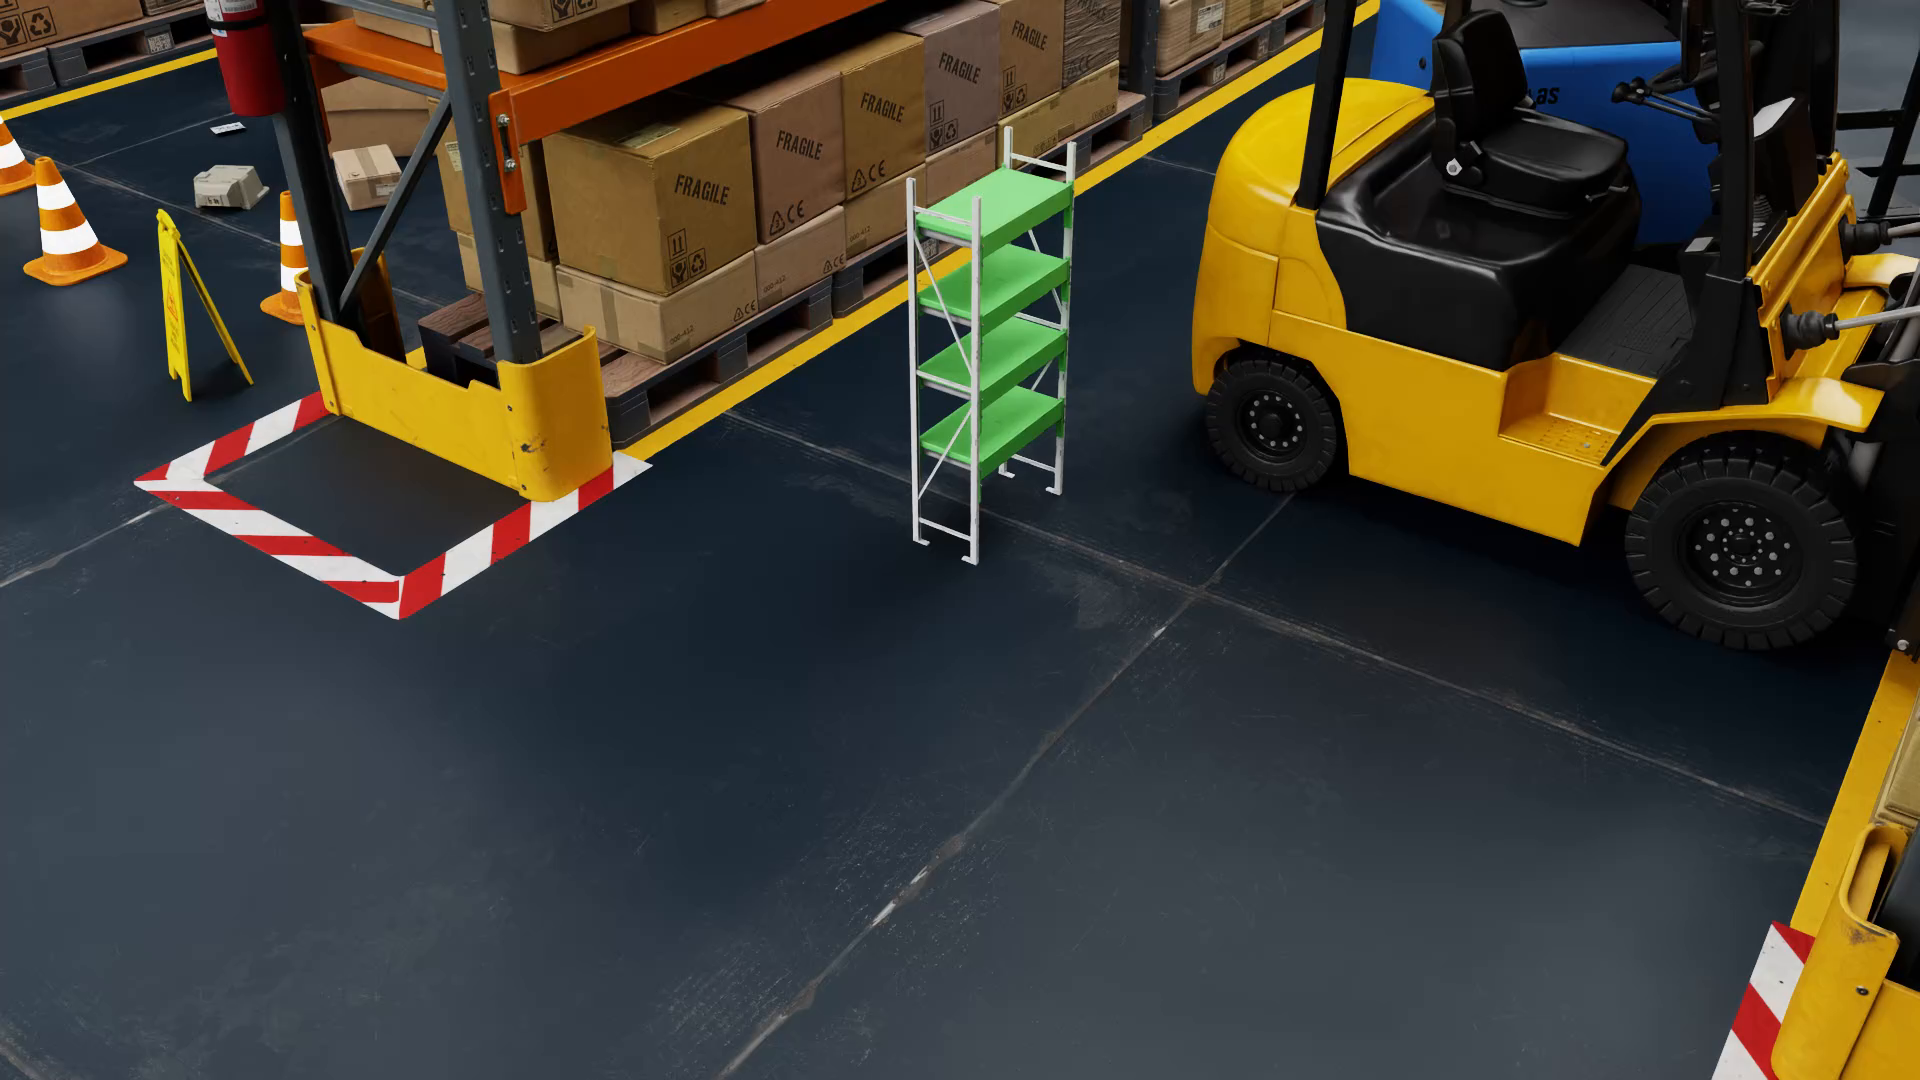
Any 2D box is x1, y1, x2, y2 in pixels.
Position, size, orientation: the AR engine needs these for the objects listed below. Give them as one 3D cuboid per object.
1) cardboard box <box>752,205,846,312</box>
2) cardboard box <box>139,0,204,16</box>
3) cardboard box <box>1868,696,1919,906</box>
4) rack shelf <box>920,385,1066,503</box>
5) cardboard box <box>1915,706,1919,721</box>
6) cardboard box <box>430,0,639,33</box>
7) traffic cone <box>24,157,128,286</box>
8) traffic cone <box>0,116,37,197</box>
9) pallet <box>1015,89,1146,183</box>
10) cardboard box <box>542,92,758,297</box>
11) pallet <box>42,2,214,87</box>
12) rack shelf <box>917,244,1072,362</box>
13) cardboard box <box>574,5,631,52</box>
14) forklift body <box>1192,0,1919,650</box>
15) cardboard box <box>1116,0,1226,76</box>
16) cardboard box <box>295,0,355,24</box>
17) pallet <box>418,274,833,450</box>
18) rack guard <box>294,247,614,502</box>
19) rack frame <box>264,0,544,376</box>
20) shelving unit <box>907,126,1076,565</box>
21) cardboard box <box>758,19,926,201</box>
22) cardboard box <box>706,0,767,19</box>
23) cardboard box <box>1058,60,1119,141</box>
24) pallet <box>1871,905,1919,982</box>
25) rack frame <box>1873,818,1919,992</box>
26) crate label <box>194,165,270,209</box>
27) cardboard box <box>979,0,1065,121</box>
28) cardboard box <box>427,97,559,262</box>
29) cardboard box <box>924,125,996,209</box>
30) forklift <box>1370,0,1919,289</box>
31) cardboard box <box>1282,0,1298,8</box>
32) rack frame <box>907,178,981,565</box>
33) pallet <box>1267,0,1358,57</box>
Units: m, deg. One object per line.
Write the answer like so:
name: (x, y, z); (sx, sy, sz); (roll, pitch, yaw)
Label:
cardboard box: (-0.786, -1.132, 6.326); (0.500, 0.250, 0.500); (23, 40, 30)
cardboard box: (-4.540, -3.568, 9.370); (0.875, 0.875, 0.875); (22, 40, 29)
cardboard box: (2.318, 0.650, 3.691); (0.500, 0.250, 0.500); (22, 40, 28)
rack shelf: (0.094, -0.321, 5.197); (0.258, 0.148, 0.480); (21, 39, 28)
cardboard box: (2.316, 0.241, 3.402); (0.500, 0.250, 0.500); (23, 40, 30)
cardboard box: (-1.272, -1.876, 4.991); (0.500, 0.500, 0.500); (21, 39, 27)
traffic cone: (-3.690, -1.339, 6.817); (0.336, 0.463, 0.334); (21, 39, 28)
traffic cone: (-4.425, -1.856, 7.582); (0.336, 0.463, 0.334); (21, 39, 28)
pallet: (0.157, -1.947, 7.941); (1.003, 0.211, 1.213); (21, 39, 28)
cardboard box: (-1.070, -1.221, 5.788); (0.500, 0.500, 0.500); (20, 39, 27)
pallet: (-4.806, -2.913, 9.369); (1.003, 0.211, 1.213); (21, 39, 28)
rack shelf: (0.094, -0.719, 4.928); (0.258, 0.148, 0.480); (21, 39, 28)
cardboard box: (-1.274, -1.689, 5.293); (0.380, 0.149, 0.250); (22, 40, 29)
forklift body: (1.892, -1.102, 4.959); (2.313, 2.155, 1.214); (21, 39, 28)
cardboard box: (0.808, -2.750, 8.610); (0.950, 0.372, 0.625); (22, 40, 29)
cardboard box: (-3.656, -2.880, 9.061); (0.500, 0.500, 0.500); (29, 44, 36)
pallet: (-1.235, -0.824, 6.280); (1.003, 0.211, 1.213); (21, 39, 28)
rack guard: (-1.727, -0.581, 5.663); (1.175, 0.500, 0.348); (21, 39, 28)
rack frame: (-1.770, -1.582, 4.911); (1.000, 3.000, 0.127); (21, 39, 28)
shelving unit: (0.094, -0.573, 5.027); (0.258, 1.200, 0.503); (21, 39, 28)
cardboard box: (-0.483, -1.691, 6.484); (0.500, 0.500, 0.500); (22, 40, 29)
cardboard box: (-0.874, -1.887, 5.587); (0.380, 0.149, 0.250); (22, 40, 29)
cardboard box: (0.394, -2.099, 7.756); (0.500, 0.250, 0.500); (23, 40, 30)
pallet: (2.711, 0.792, 3.890); (1.003, 0.211, 1.213); (21, 39, 28)
rack frame: (2.310, 0.002, 2.569); (1.000, 3.000, 0.127); (21, 39, 28)
crate label: (-3.293, -1.585, 7.472); (0.250, 0.136, 0.298); (3, 34, 4)
cardboard box: (0.105, -2.175, 7.199); (0.500, 0.500, 0.500); (22, 40, 29)
cardboard box: (-1.528, -1.379, 6.022); (0.500, 0.500, 0.500); (22, 40, 28)
cardboard box: (-0.195, -1.619, 7.046); (0.500, 0.250, 0.500); (22, 40, 29)
forklift: (3.235, -2.437, 6.237); (3.031, 2.935, 1.130); (-5, 34, -8)
cardboard box: (1.610, -3.402, 9.575); (0.950, 0.372, 0.625); (23, 40, 30)
rack frame: (-0.045, -0.461, 4.861); (0.240, 1.200, 0.015); (21, 39, 28)
pallet: (1.648, -3.190, 9.778); (1.003, 0.211, 1.213); (21, 39, 28)
